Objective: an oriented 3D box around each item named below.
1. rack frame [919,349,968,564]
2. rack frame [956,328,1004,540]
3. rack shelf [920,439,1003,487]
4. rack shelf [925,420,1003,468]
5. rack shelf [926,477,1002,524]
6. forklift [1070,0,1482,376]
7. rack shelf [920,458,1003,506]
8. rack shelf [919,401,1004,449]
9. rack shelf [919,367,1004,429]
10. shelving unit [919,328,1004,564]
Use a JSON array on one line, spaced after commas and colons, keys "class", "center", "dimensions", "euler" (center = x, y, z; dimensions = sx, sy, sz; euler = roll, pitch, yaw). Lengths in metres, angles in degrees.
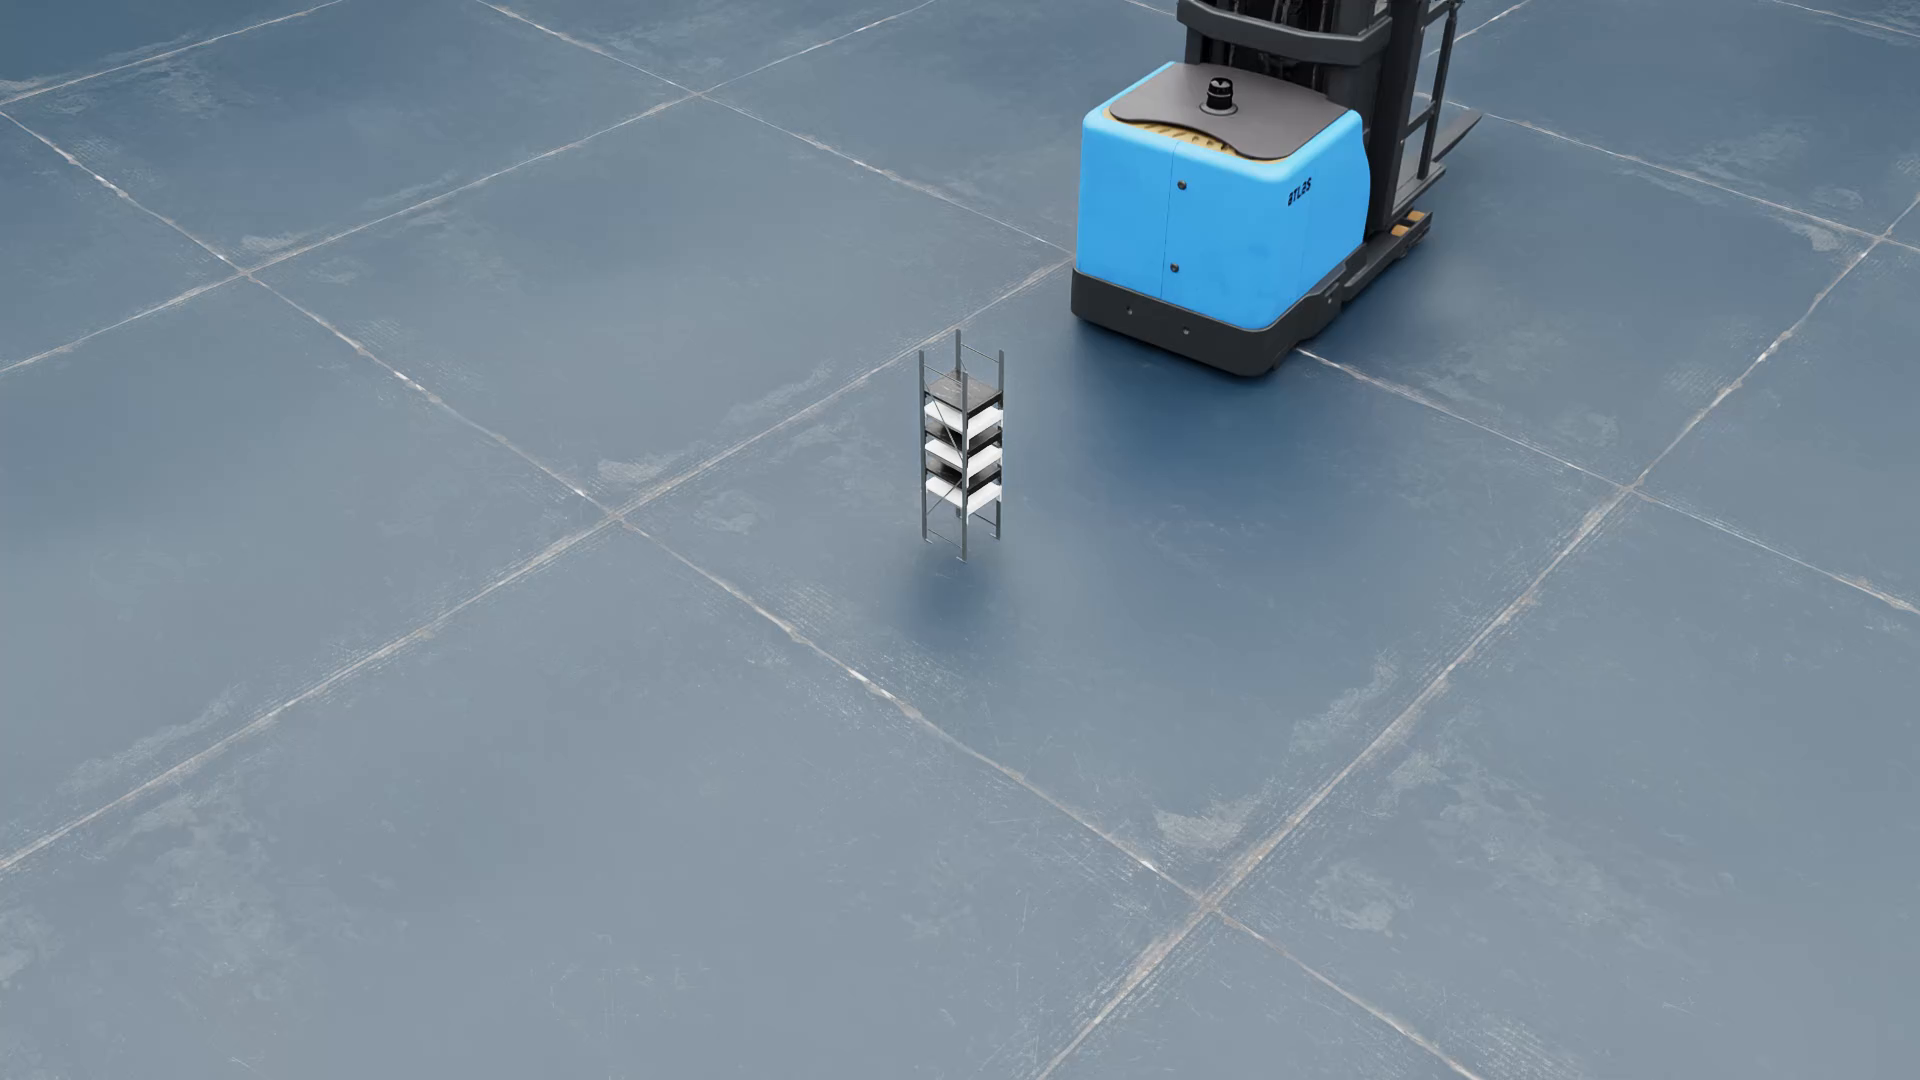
[{"class": "rack frame", "center": [-0.063, -0.309, 6.416], "dimensions": [0.240, 0.900, 0.006], "euler": [30, 47, 32]}, {"class": "rack frame", "center": [0.074, -0.403, 6.533], "dimensions": [0.240, 0.900, 0.006], "euler": [30, 47, 32]}, {"class": "rack shelf", "center": [0.005, -0.330, 6.495], "dimensions": [0.258, 0.077, 0.200], "euler": [30, 47, 32]}, {"class": "rack shelf", "center": [0.005, -0.400, 6.439], "dimensions": [0.258, 0.077, 0.200], "euler": [30, 47, 32]}, {"class": "rack shelf", "center": [0.005, -0.189, 6.607], "dimensions": [0.258, 0.077, 0.200], "euler": [30, 47, 32]}, {"class": "forklift", "center": [1.807, -2.763, 7.870], "dimensions": [1.130, 2.935, 3.031], "euler": [24, 45, 27]}, {"class": "rack shelf", "center": [0.005, -0.259, 6.551], "dimensions": [0.258, 0.077, 0.200], "euler": [30, 47, 32]}, {"class": "rack shelf", "center": [0.005, -0.471, 6.383], "dimensions": [0.258, 0.077, 0.200], "euler": [30, 47, 32]}, {"class": "rack shelf", "center": [0.005, -0.541, 6.327], "dimensions": [0.258, 0.077, 0.200], "euler": [30, 47, 32]}, {"class": "shelving unit", "center": [0.005, -0.356, 6.475], "dimensions": [0.258, 0.900, 0.210], "euler": [30, 47, 32]}]
